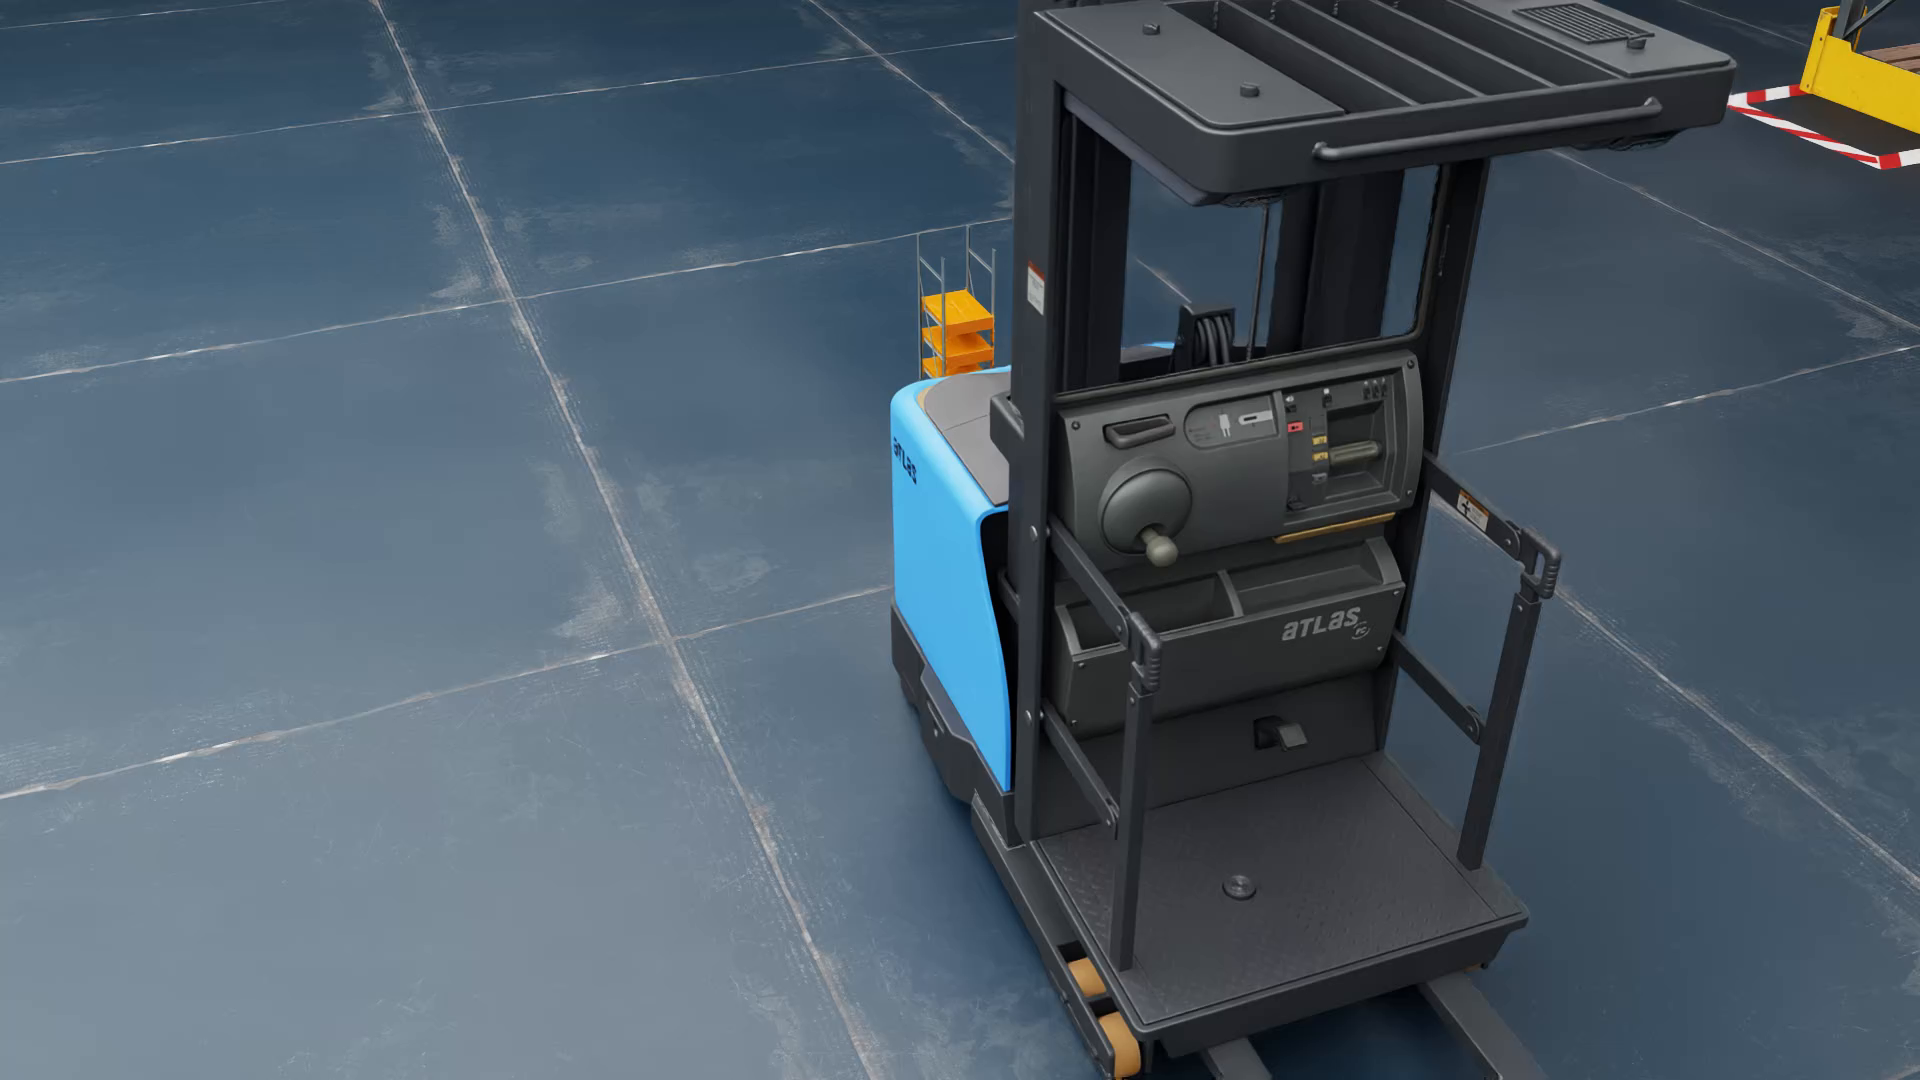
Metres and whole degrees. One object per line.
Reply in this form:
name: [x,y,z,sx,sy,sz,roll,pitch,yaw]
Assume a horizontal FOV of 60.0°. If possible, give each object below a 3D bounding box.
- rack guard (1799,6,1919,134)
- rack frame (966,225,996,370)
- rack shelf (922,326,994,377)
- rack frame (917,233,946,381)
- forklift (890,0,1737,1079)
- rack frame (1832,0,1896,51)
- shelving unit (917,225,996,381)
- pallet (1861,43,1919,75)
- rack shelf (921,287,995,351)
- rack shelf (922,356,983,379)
rack guard: [5.774,-2.872,10.206,0.348,0.500,1.175,-13,35,-19]
rack frame: [0.071,-0.519,5.948,0.006,1.200,0.240,-13,35,-19]
rack shelf: [-0.013,-0.664,5.811,0.180,0.103,0.258,-13,35,-19]
rack frame: [-0.098,-0.481,5.888,0.006,1.200,0.240,-13,35,-19]
forklift: [0.759,-0.133,3.767,1.130,2.935,3.031,-11,35,-17]
rack frame: [5.722,-3.880,9.463,0.127,3.000,1.000,-13,35,-19]
shelving unit: [-0.013,-0.500,5.918,0.189,1.200,0.258,-13,35,-19]
pallet: [6.525,-2.920,10.544,1.213,0.211,1.003,-13,35,-19]
rack shelf: [-0.013,-0.764,5.746,0.180,0.103,0.258,-13,35,-19]
rack shelf: [-0.013,-0.563,5.877,0.180,0.103,0.258,-13,35,-19]
